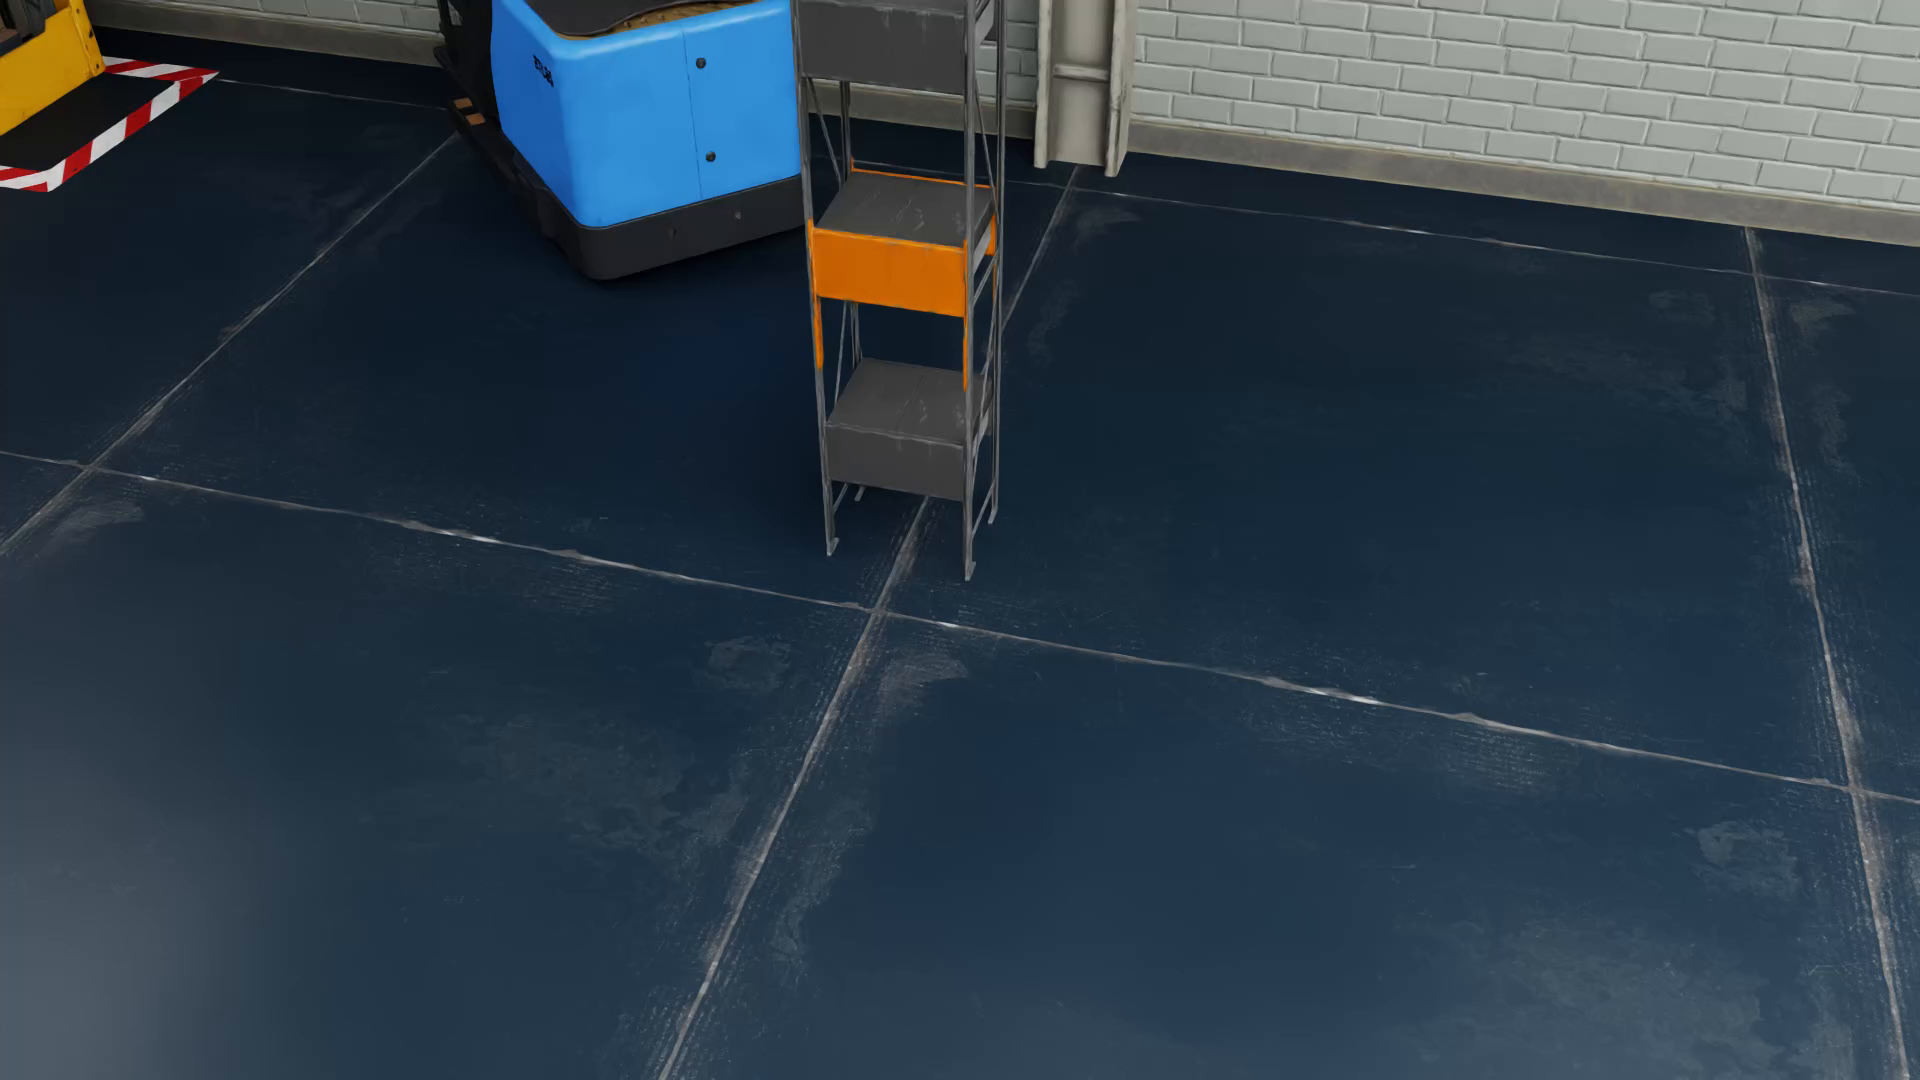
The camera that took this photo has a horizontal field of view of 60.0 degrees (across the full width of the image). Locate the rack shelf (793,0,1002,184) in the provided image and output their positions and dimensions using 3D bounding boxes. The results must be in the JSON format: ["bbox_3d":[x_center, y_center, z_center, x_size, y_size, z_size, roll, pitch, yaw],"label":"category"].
[{"bbox_3d":[-0.160,-1.357,4.666,0.480,0.518,0.431,10,41,11],"label":"rack shelf"}]

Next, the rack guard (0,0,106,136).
[{"bbox_3d":[-4.757,-2.334,8.140,0.348,0.500,1.175,10,41,11],"label":"rack guard"}]

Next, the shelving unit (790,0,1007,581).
[{"bbox_3d":[-0.160,-0.832,5.107,0.503,2.100,0.431,10,41,11],"label":"shelving unit"}]

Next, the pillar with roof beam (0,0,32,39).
[{"bbox_3d":[-6.332,-3.593,3.032,0.400,9.000,9.100,10,41,11],"label":"pillar with roof beam"}]

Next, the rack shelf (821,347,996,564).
[{"bbox_3d":[-0.160,-0.285,5.566,0.480,0.518,0.431,10,41,11],"label":"rack shelf"}]

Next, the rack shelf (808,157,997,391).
[{"bbox_3d":[-0.160,-0.821,5.116,0.480,0.518,0.431,10,41,11],"label":"rack shelf"}]

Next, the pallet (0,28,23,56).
[{"bbox_3d":[-5.529,-2.328,8.358,1.213,0.211,1.003,10,41,11],"label":"pallet"}]

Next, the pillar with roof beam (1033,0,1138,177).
[{"bbox_3d":[-0.536,-2.596,1.844,0.400,9.000,9.100,10,41,11],"label":"pillar with roof beam"}]

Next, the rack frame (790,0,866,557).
[{"bbox_3d":[-0.396,-0.872,5.156,0.015,2.100,0.400,10,41,11],"label":"rack frame"}]

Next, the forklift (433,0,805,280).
[{"bbox_3d":[-1.840,-3.135,7.204,1.130,2.935,3.031,-21,44,-23],"label":"forklift"}]

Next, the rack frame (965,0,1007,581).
[{"bbox_3d":[0.076,-0.791,5.059,0.015,2.100,0.400,10,41,11],"label":"rack frame"}]

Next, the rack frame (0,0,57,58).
[{"bbox_3d":[-4.780,-3.295,7.341,0.127,3.000,1.000,10,41,11],"label":"rack frame"}]

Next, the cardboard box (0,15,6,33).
[{"bbox_3d":[-5.204,-2.606,8.332,0.500,0.250,0.500,10,41,12],"label":"cardboard box"}]
